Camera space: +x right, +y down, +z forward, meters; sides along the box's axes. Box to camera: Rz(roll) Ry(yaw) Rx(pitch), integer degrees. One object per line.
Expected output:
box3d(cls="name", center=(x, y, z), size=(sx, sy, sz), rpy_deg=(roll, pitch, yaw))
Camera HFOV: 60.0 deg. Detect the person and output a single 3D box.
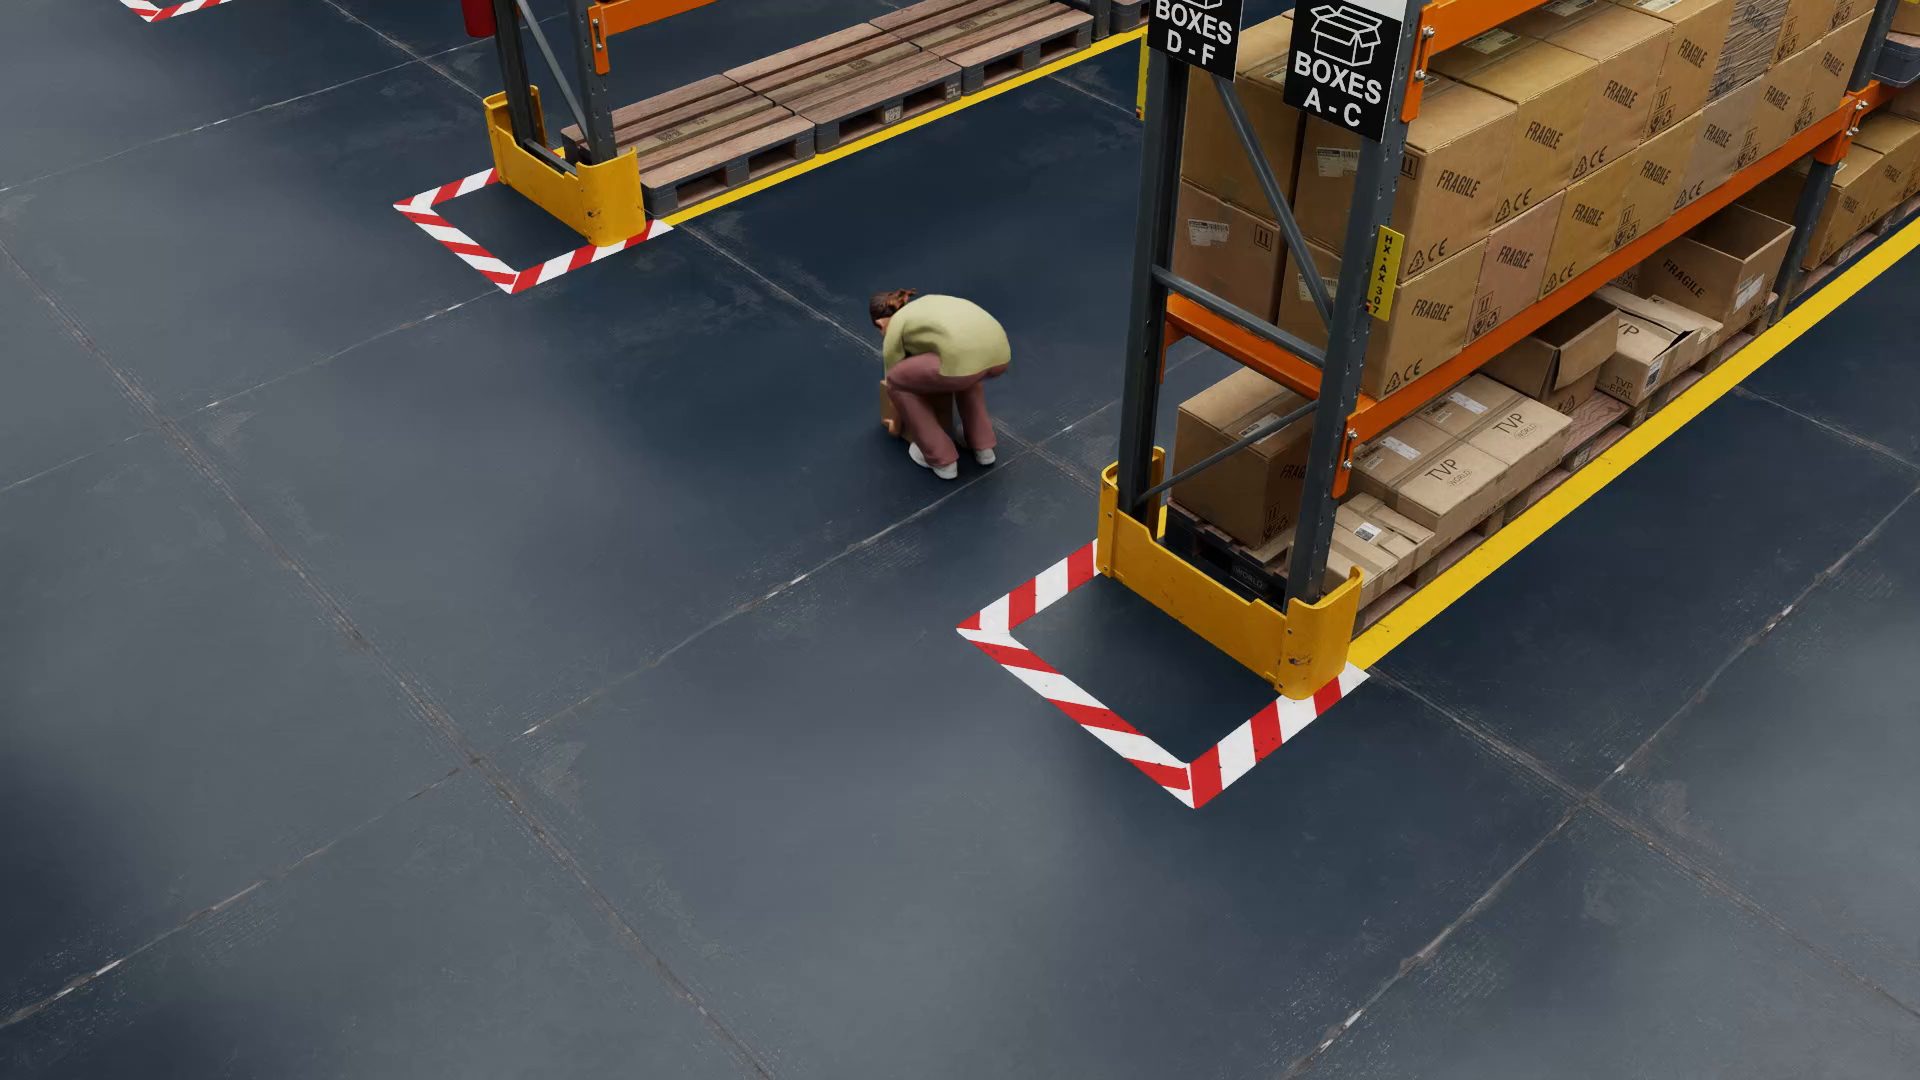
box3d(cls="person", center=(-0.123, -0.788, 7.758), size=(0.476, 0.837, 0.858), rpy_deg=(-26, 46, -27))
